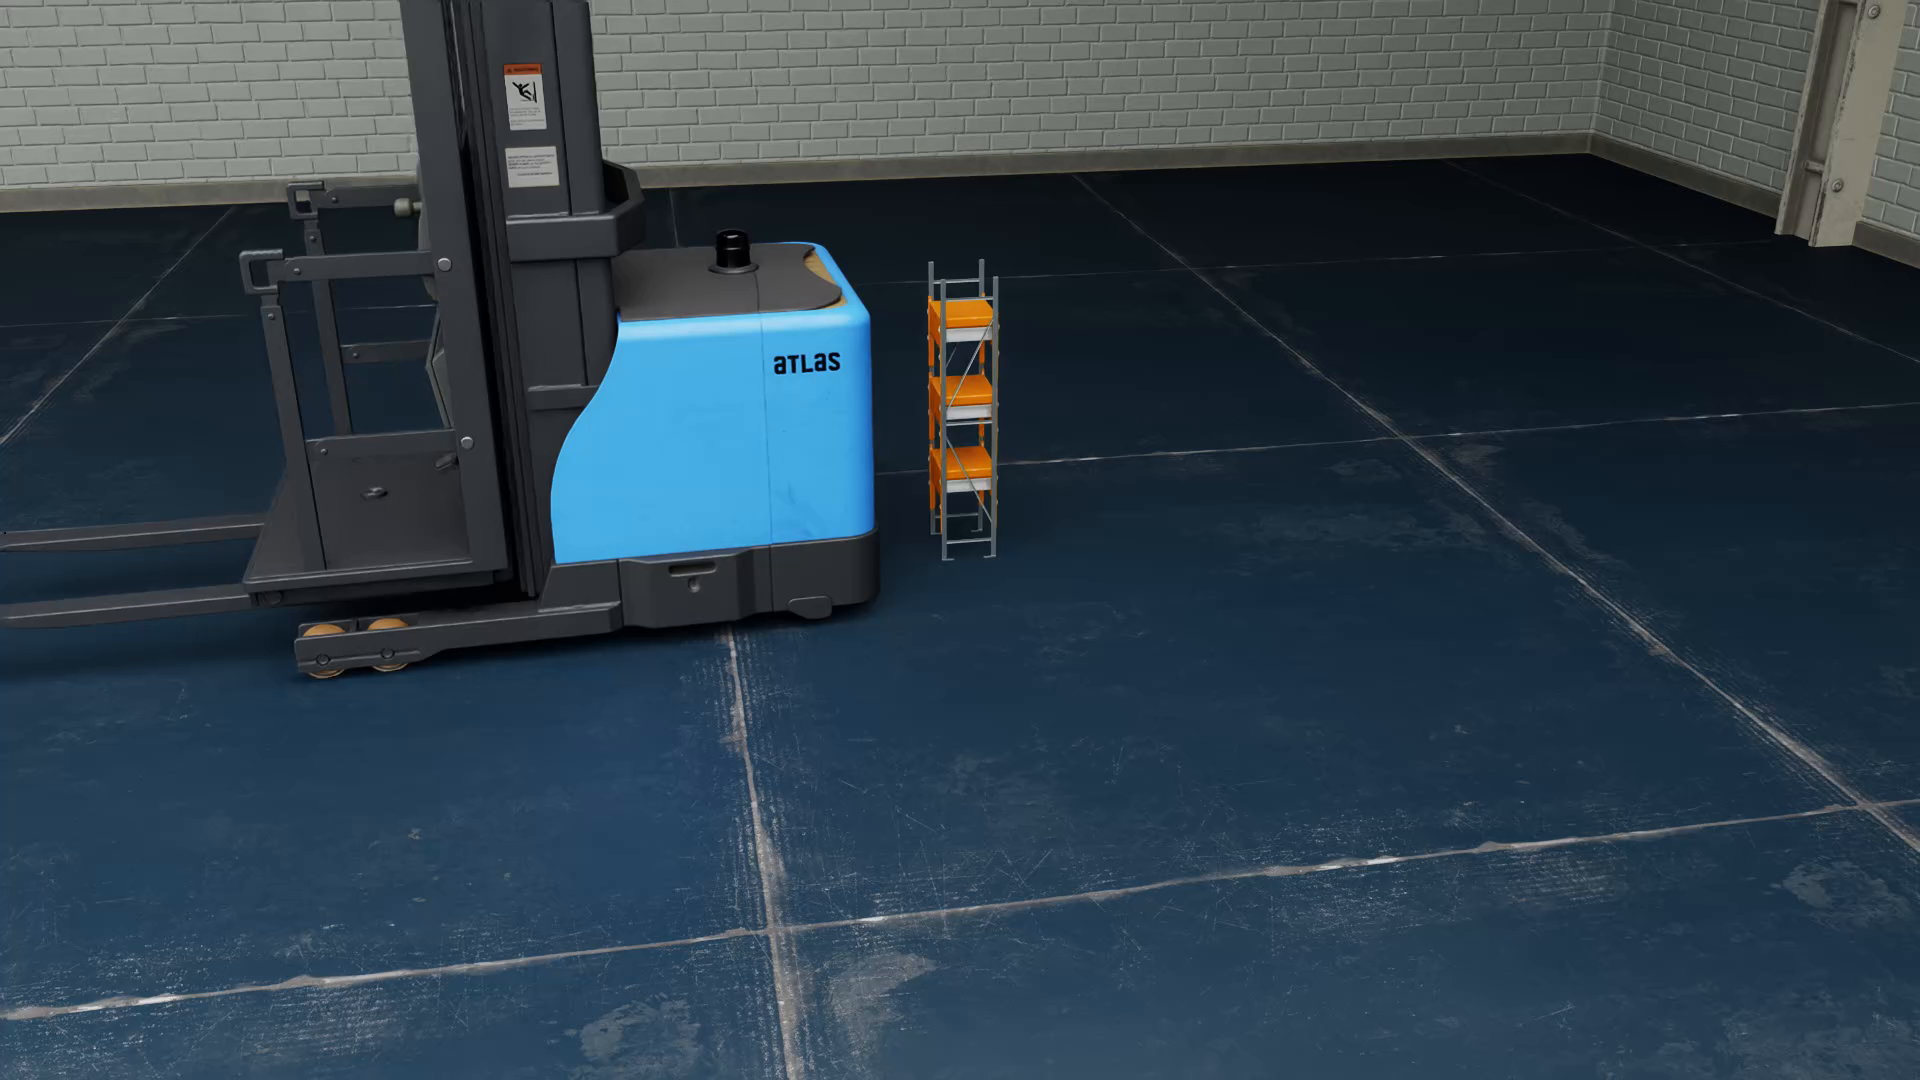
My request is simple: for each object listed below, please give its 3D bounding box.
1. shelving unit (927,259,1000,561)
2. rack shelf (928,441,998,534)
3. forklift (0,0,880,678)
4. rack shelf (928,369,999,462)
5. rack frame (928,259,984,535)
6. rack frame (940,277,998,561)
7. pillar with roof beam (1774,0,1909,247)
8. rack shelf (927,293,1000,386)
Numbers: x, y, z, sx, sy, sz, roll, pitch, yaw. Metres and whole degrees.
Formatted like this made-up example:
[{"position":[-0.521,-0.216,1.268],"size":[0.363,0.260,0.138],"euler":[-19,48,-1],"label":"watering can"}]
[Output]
[{"position":[0.010,-0.460,5.992],"size":[0.215,1.050,0.252],"euler":[-4,24,-10],"label":"shelving unit"},{"position":[0.010,-0.196,6.107],"size":[0.215,0.259,0.240],"euler":[-4,24,-10],"label":"rack shelf"},{"position":[-1.845,-1.139,5.197],"size":[3.031,2.935,1.130],"euler":[-5,24,-12],"label":"forklift"},{"position":[0.010,-0.450,5.996],"size":[0.215,0.259,0.240],"euler":[-4,24,-10],"label":"rack shelf"},{"position":[-0.013,-0.508,6.102],"size":[0.200,1.050,0.008],"euler":[-4,24,-10],"label":"rack frame"},{"position":[0.032,-0.412,5.882],"size":[0.200,1.050,0.008],"euler":[-4,24,-10],"label":"rack frame"},{"position":[1.259,-5.742,8.153],"size":[9.100,9.000,0.400],"euler":[-4,24,-10],"label":"pillar with roof beam"},{"position":[0.010,-0.710,5.882],"size":[0.215,0.259,0.240],"euler":[-4,24,-10],"label":"rack shelf"}]
